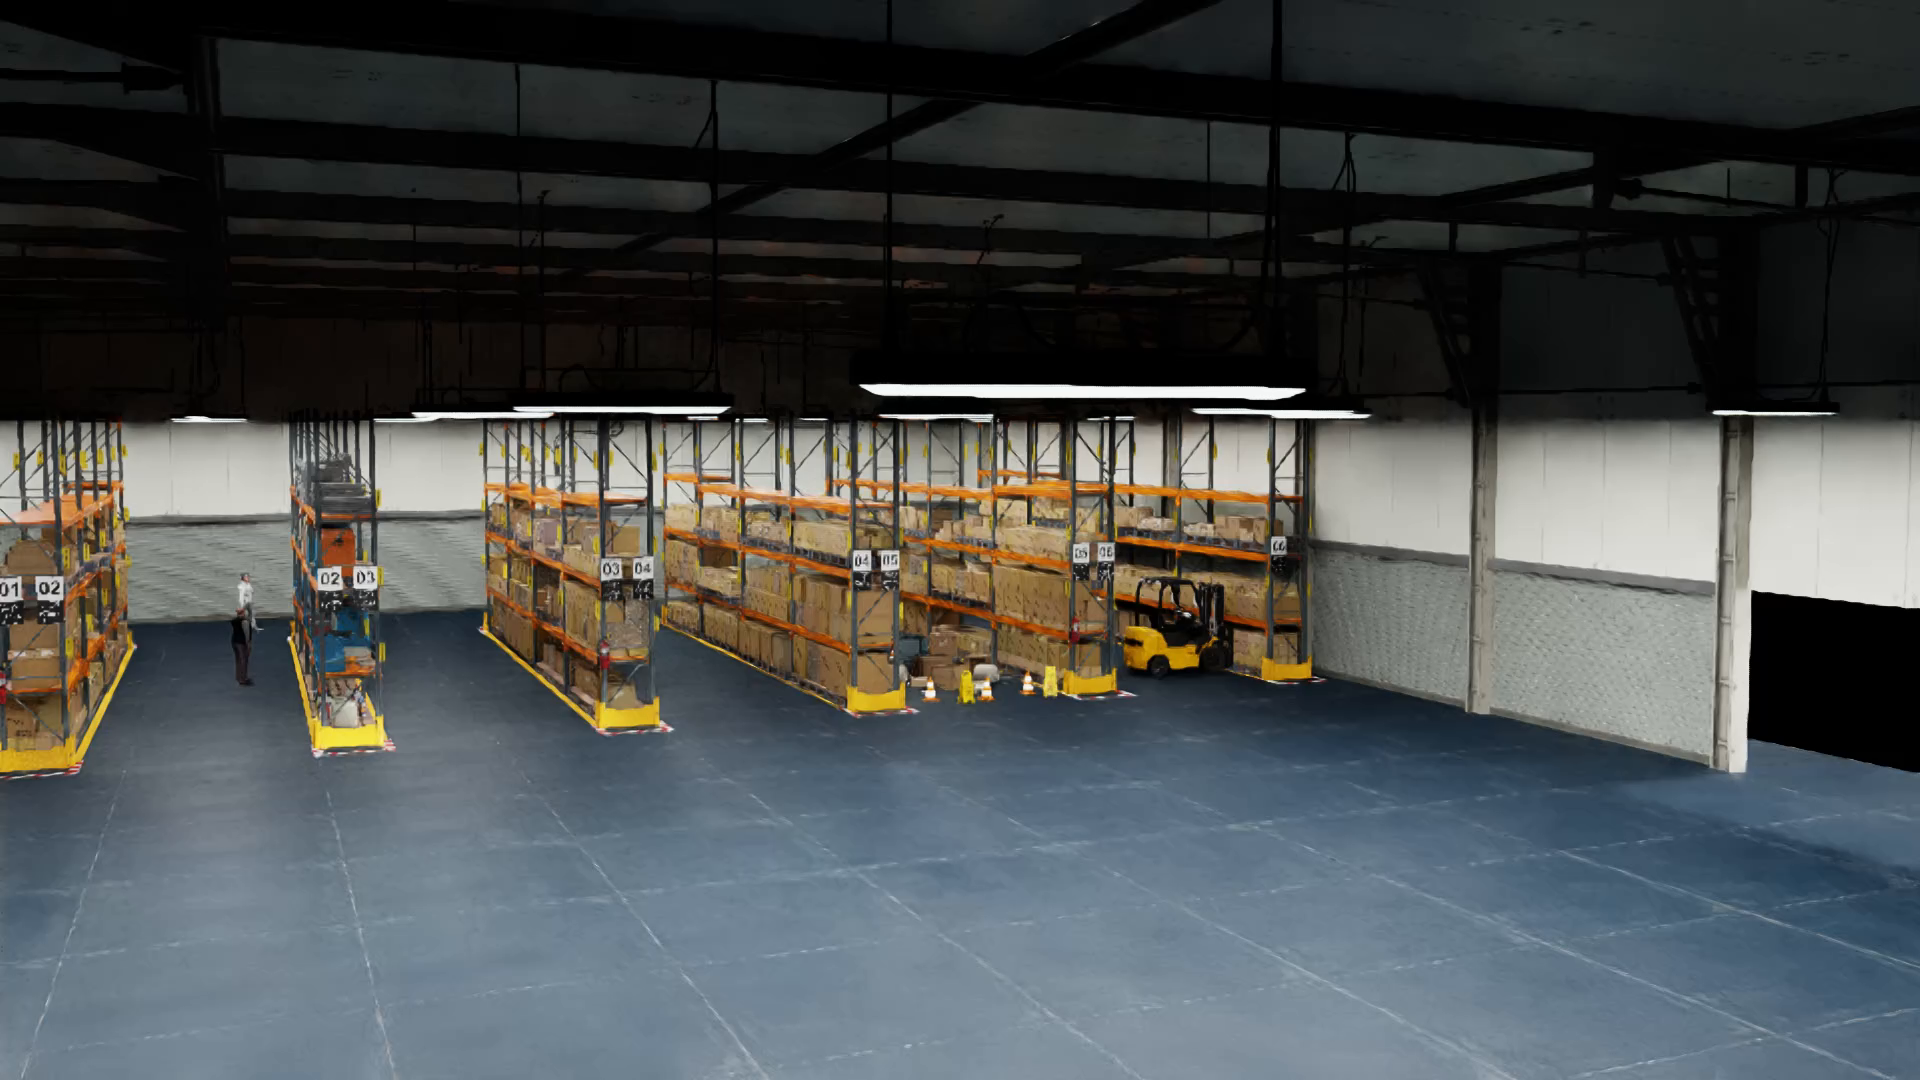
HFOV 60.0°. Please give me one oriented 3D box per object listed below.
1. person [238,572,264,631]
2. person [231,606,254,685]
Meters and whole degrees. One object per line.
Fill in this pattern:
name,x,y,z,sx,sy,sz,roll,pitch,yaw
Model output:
person,-19.466,1.698,45.397,0.552,1.672,0.674,1,4,15
person,-15.708,2.294,36.458,0.586,1.730,0.448,3,5,36
